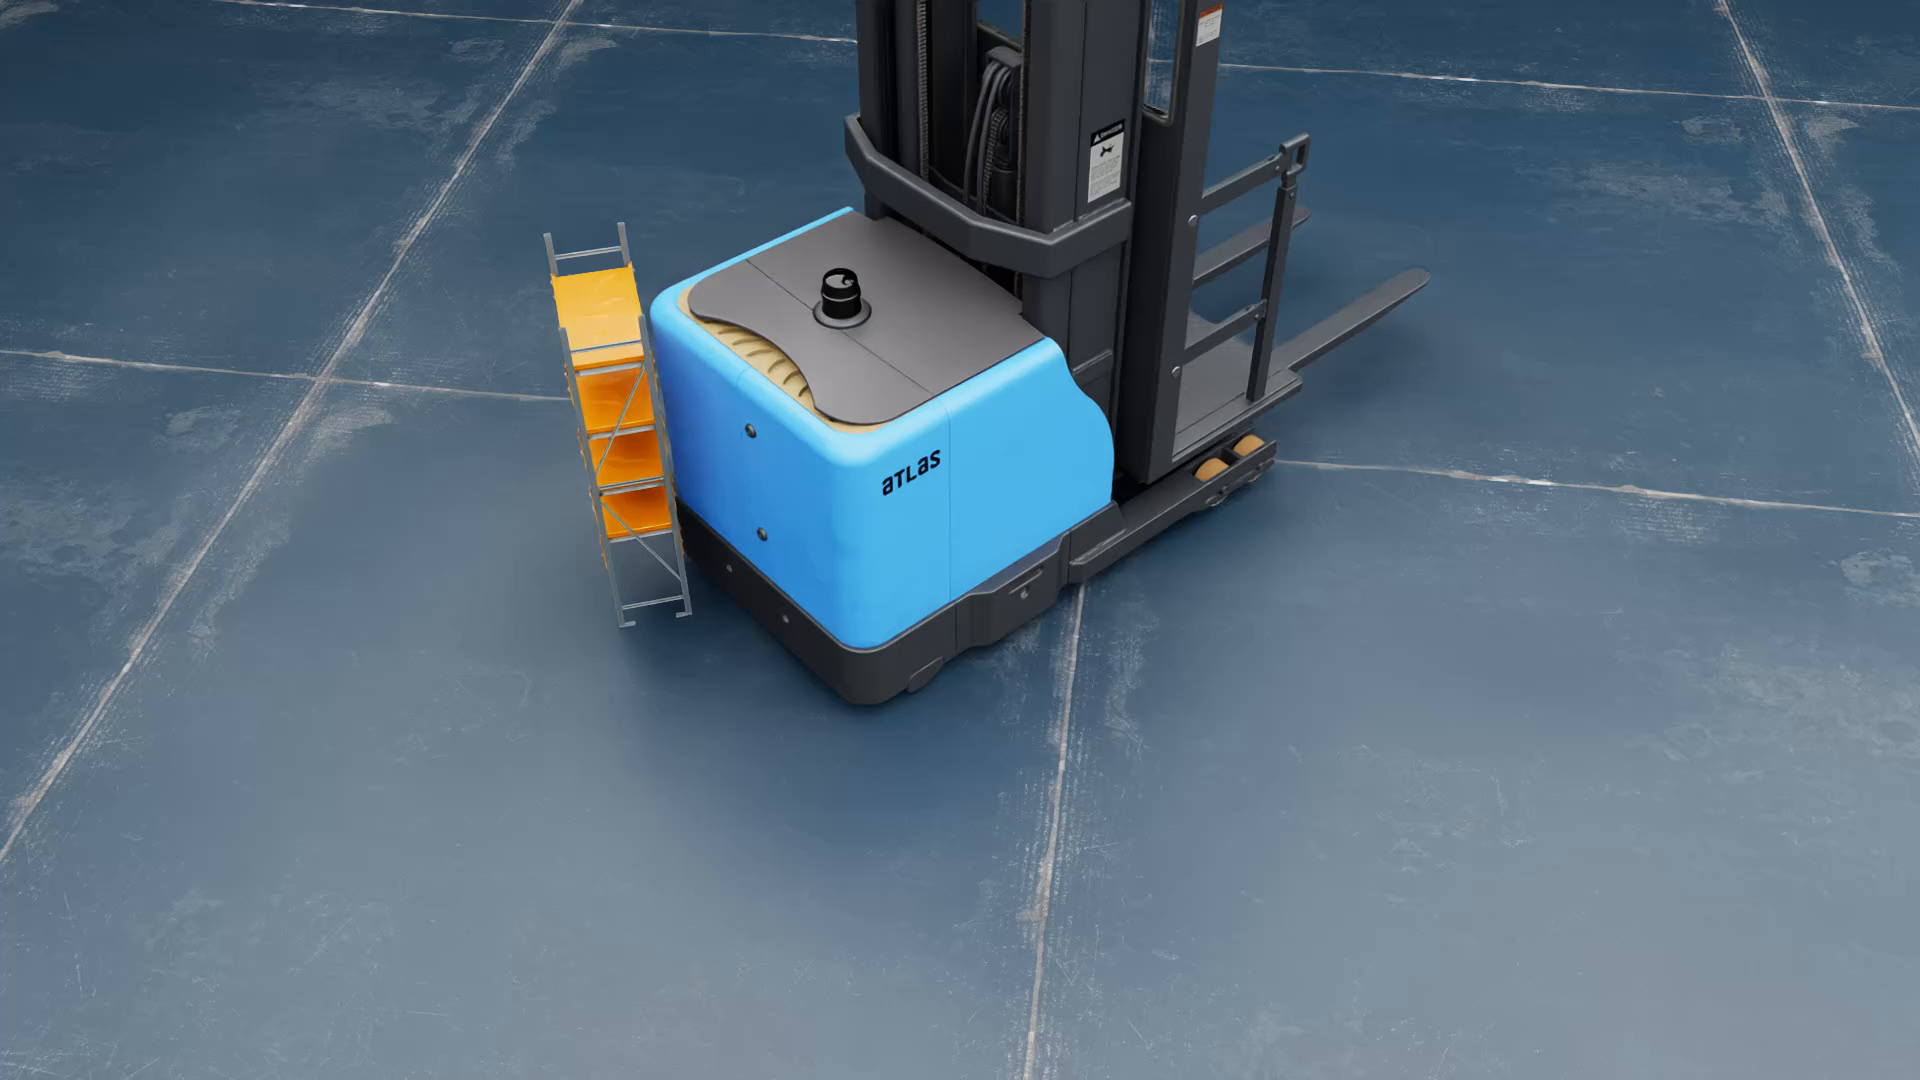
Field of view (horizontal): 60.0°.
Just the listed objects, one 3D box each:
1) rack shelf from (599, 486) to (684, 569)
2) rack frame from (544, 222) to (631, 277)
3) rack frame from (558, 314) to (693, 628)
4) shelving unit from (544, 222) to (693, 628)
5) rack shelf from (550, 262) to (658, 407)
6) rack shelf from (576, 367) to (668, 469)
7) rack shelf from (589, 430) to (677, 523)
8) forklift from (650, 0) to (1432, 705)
[{"bbox_3d":[-1.064,-0.141,5.413,0.258,0.148,0.480,-10,44,-11],"label":"rack shelf"},{"bbox_3d":[-1.128,-0.496,5.402,0.240,1.200,0.015,-10,44,-11],"label":"rack frame"},{"bbox_3d":[-1.001,-0.172,5.059,0.240,1.200,0.015,-10,44,-11],"label":"rack frame"},{"bbox_3d":[-1.064,-0.334,5.231,0.258,1.200,0.503,-10,44,-11],"label":"shelving unit"},{"bbox_3d":[-1.064,-0.620,4.960,0.258,0.148,0.480,-10,44,-11],"label":"rack shelf"},{"bbox_3d":[-1.064,-0.448,5.123,0.258,0.148,0.480,-10,44,-11],"label":"rack shelf"},{"bbox_3d":[-1.064,-0.286,5.277,0.258,0.148,0.480,-10,44,-11],"label":"rack shelf"},{"bbox_3d":[0.496,-1.431,5.129,3.031,2.935,1.130,-31,52,-29],"label":"forklift"}]
